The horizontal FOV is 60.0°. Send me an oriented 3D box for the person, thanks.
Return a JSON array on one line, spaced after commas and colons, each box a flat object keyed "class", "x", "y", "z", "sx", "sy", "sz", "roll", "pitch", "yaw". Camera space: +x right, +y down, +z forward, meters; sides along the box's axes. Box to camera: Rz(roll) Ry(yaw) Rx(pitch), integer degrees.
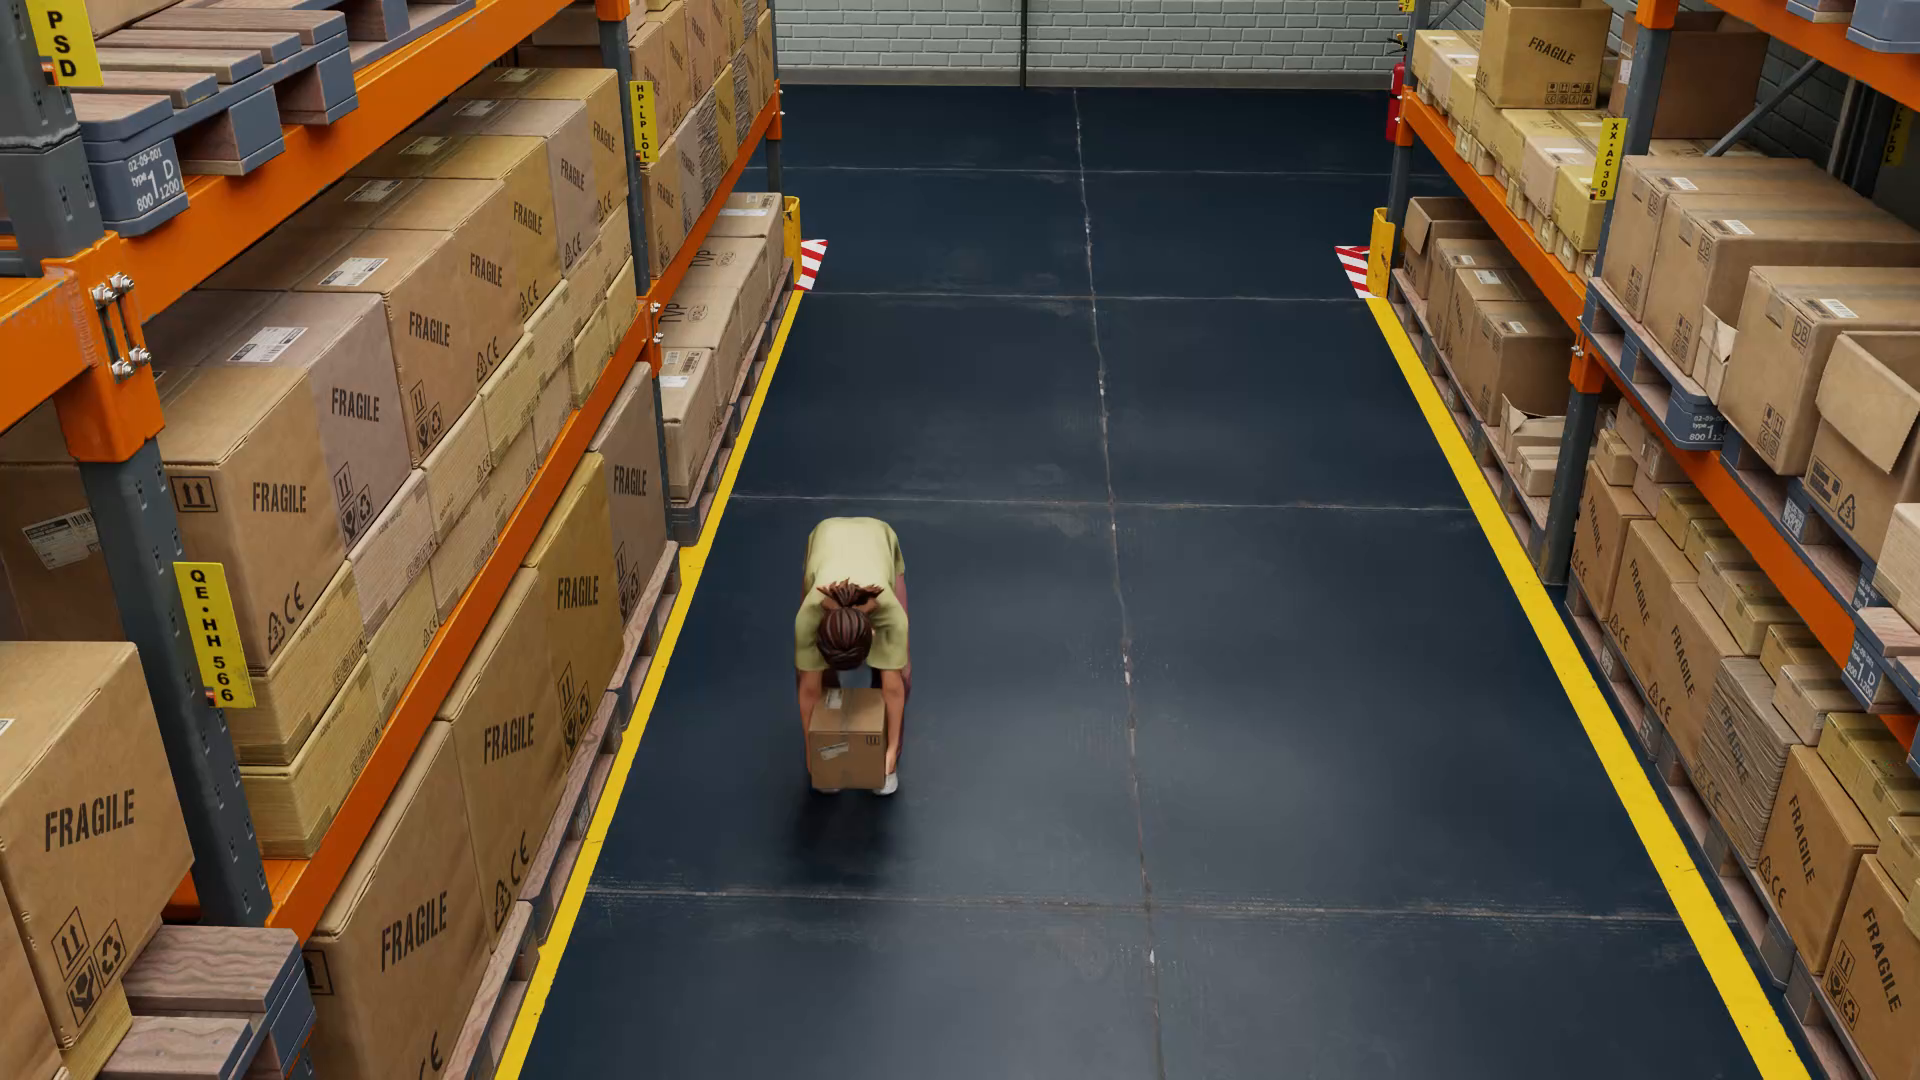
[{"class": "person", "x": -0.381, "y": 0.499, "z": 5.871, "sx": 0.416, "sy": 1.034, "sz": 0.872, "roll": 0, "pitch": 28, "yaw": 0}]
